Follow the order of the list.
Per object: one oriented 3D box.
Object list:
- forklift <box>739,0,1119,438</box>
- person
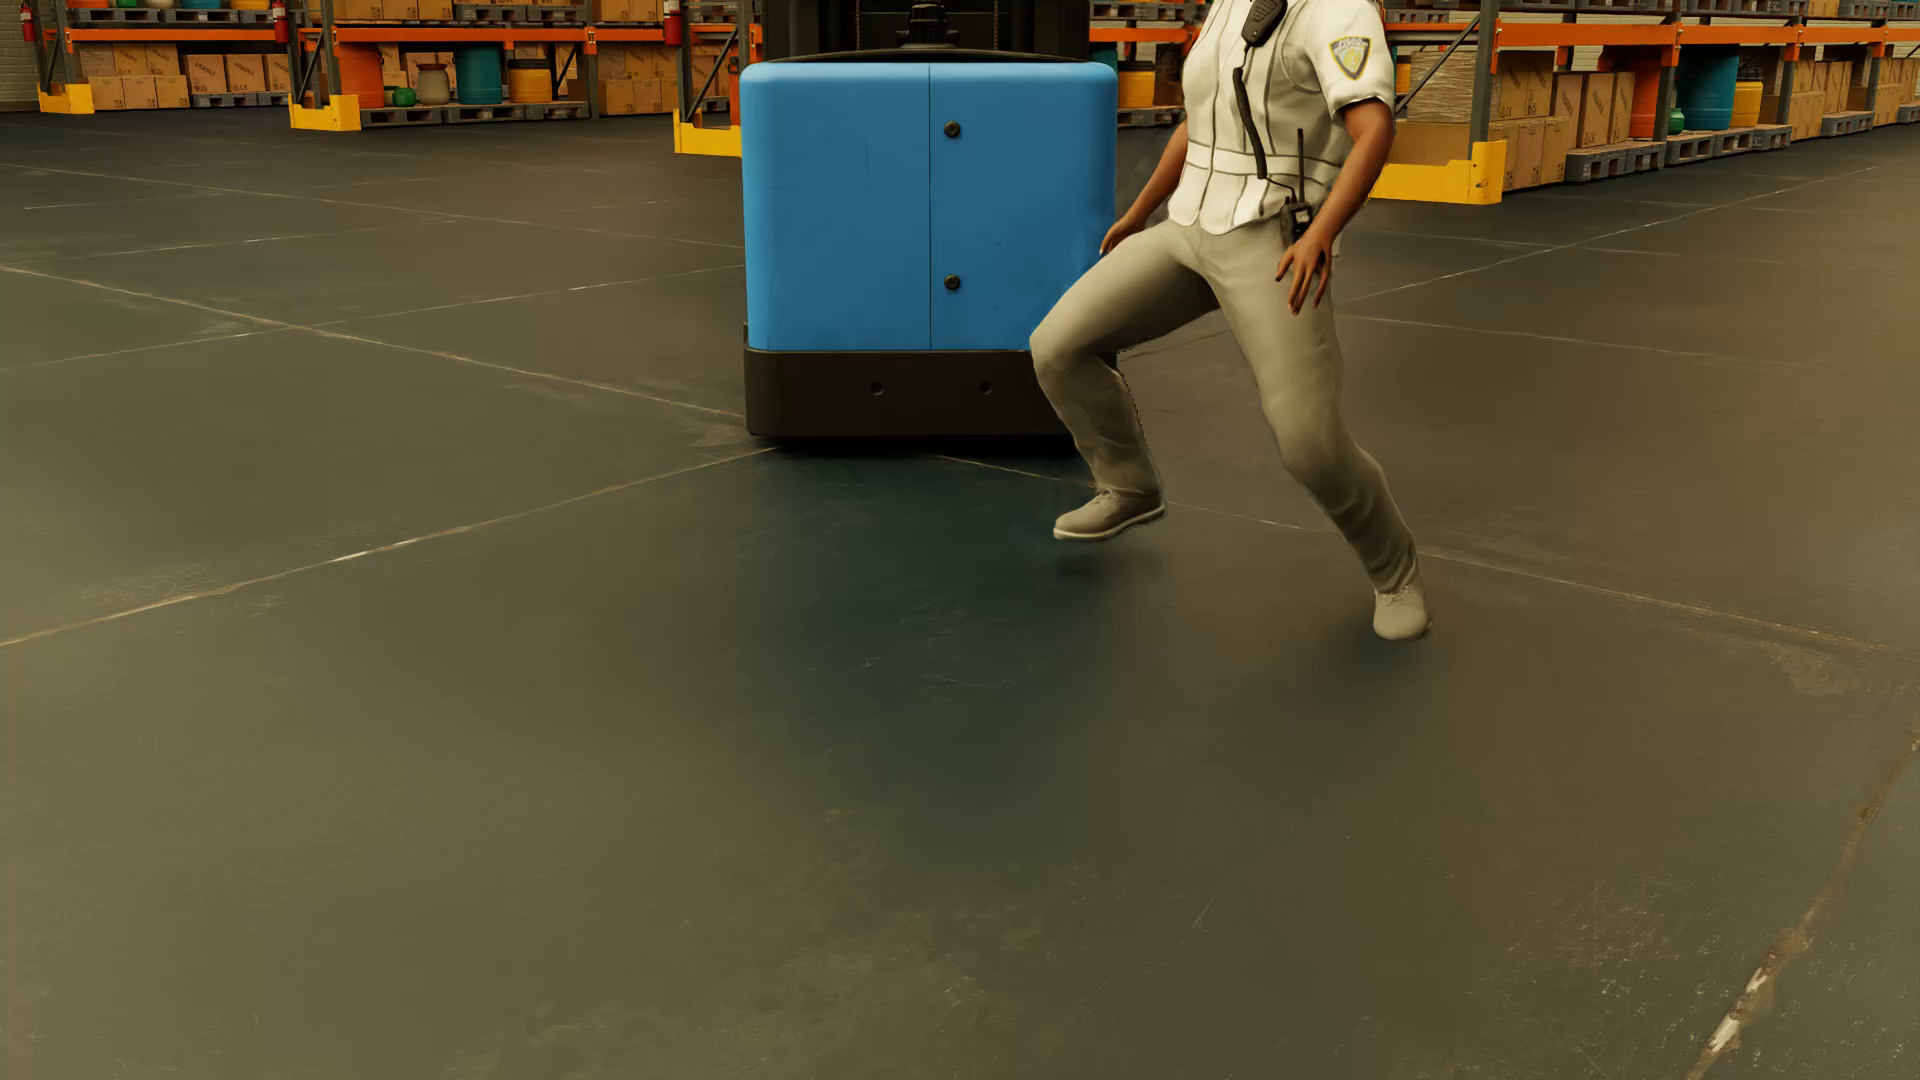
[{"bbox_3d":[-0.121,-2.064,5.694,1.130,2.935,3.031,0,17,-2],"label":"forklift"},{"bbox_3d":[0.589,-0.596,3.336,0.649,1.546,0.877,-8,19,-25],"label":"person"}]
